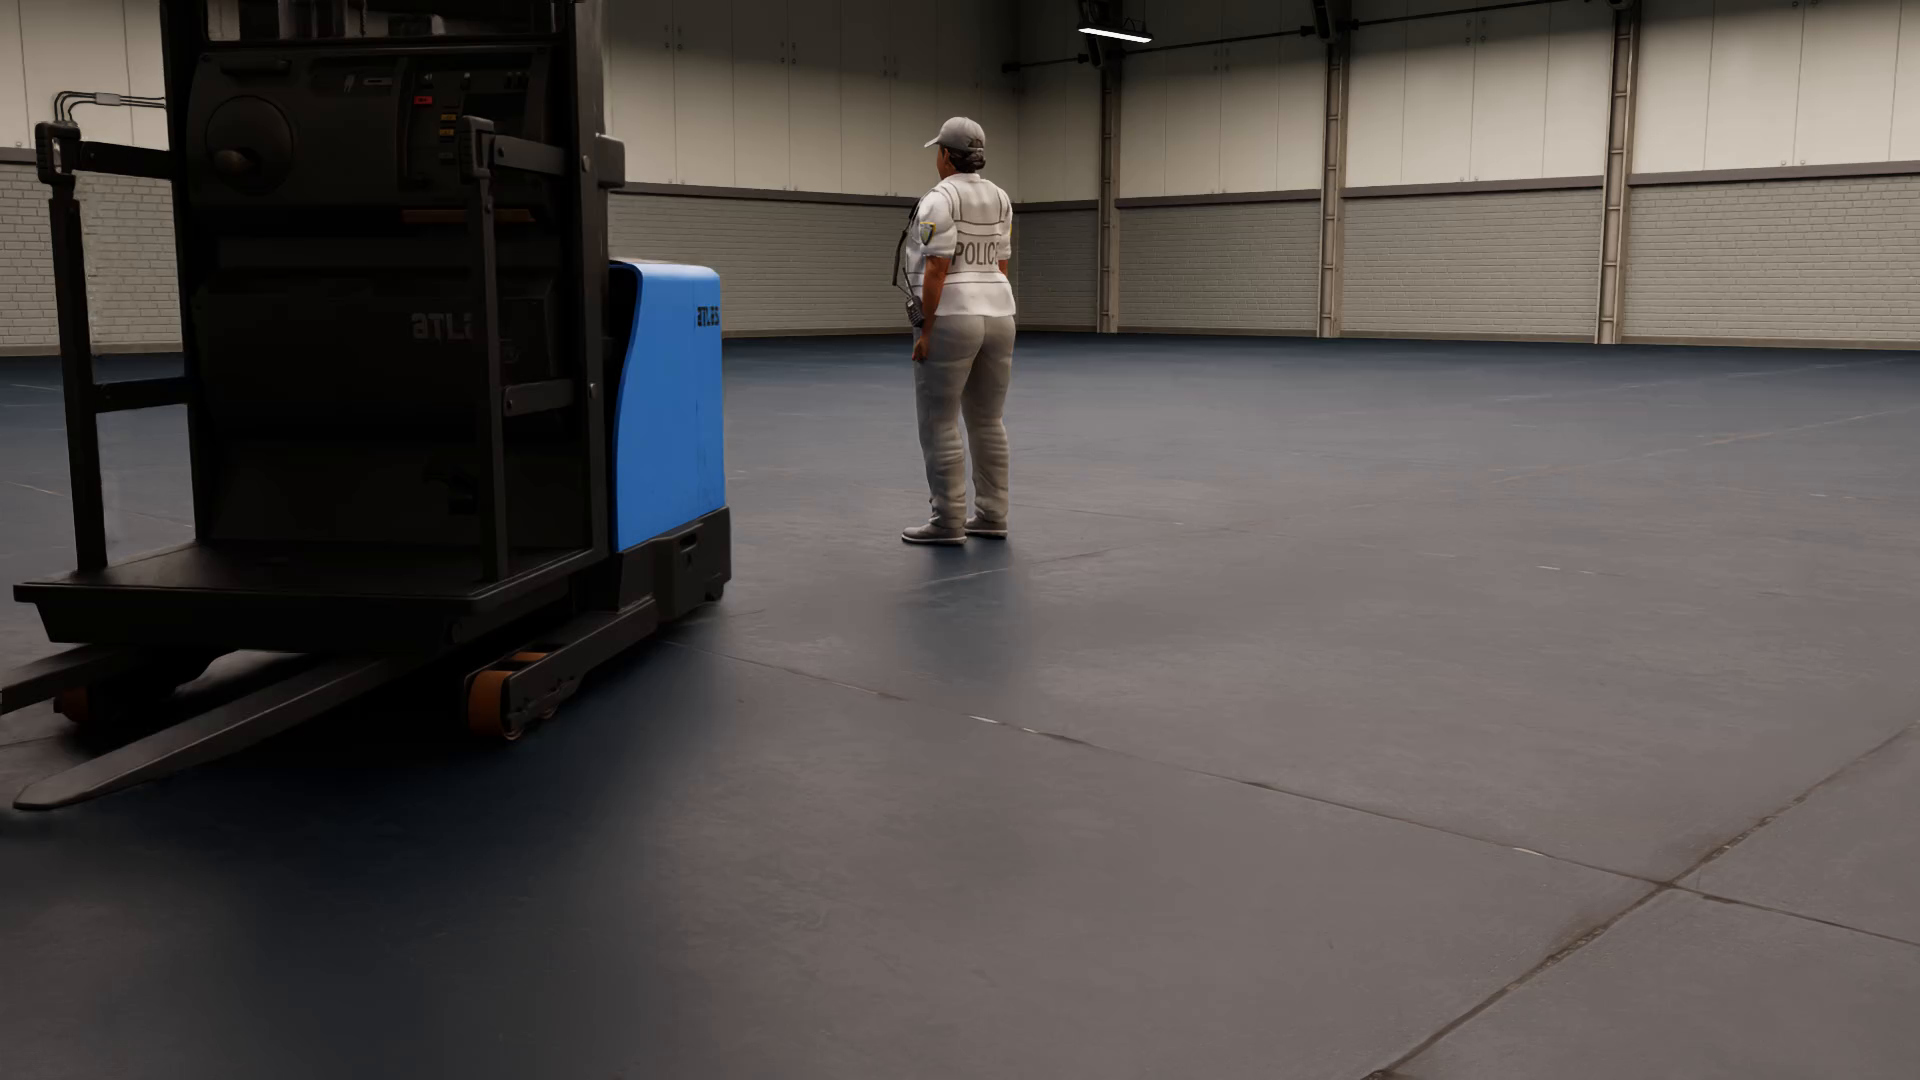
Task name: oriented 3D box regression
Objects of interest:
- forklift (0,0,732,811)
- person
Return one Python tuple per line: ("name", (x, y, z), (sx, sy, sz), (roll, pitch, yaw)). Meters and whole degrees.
("forklift", (-1.480, -1.054, 3.870), (1.130, 2.935, 3.031), (1, 9, 9))
("person", (0.001, -0.820, 6.601), (0.394, 1.668, 0.483), (8, 12, 43))
